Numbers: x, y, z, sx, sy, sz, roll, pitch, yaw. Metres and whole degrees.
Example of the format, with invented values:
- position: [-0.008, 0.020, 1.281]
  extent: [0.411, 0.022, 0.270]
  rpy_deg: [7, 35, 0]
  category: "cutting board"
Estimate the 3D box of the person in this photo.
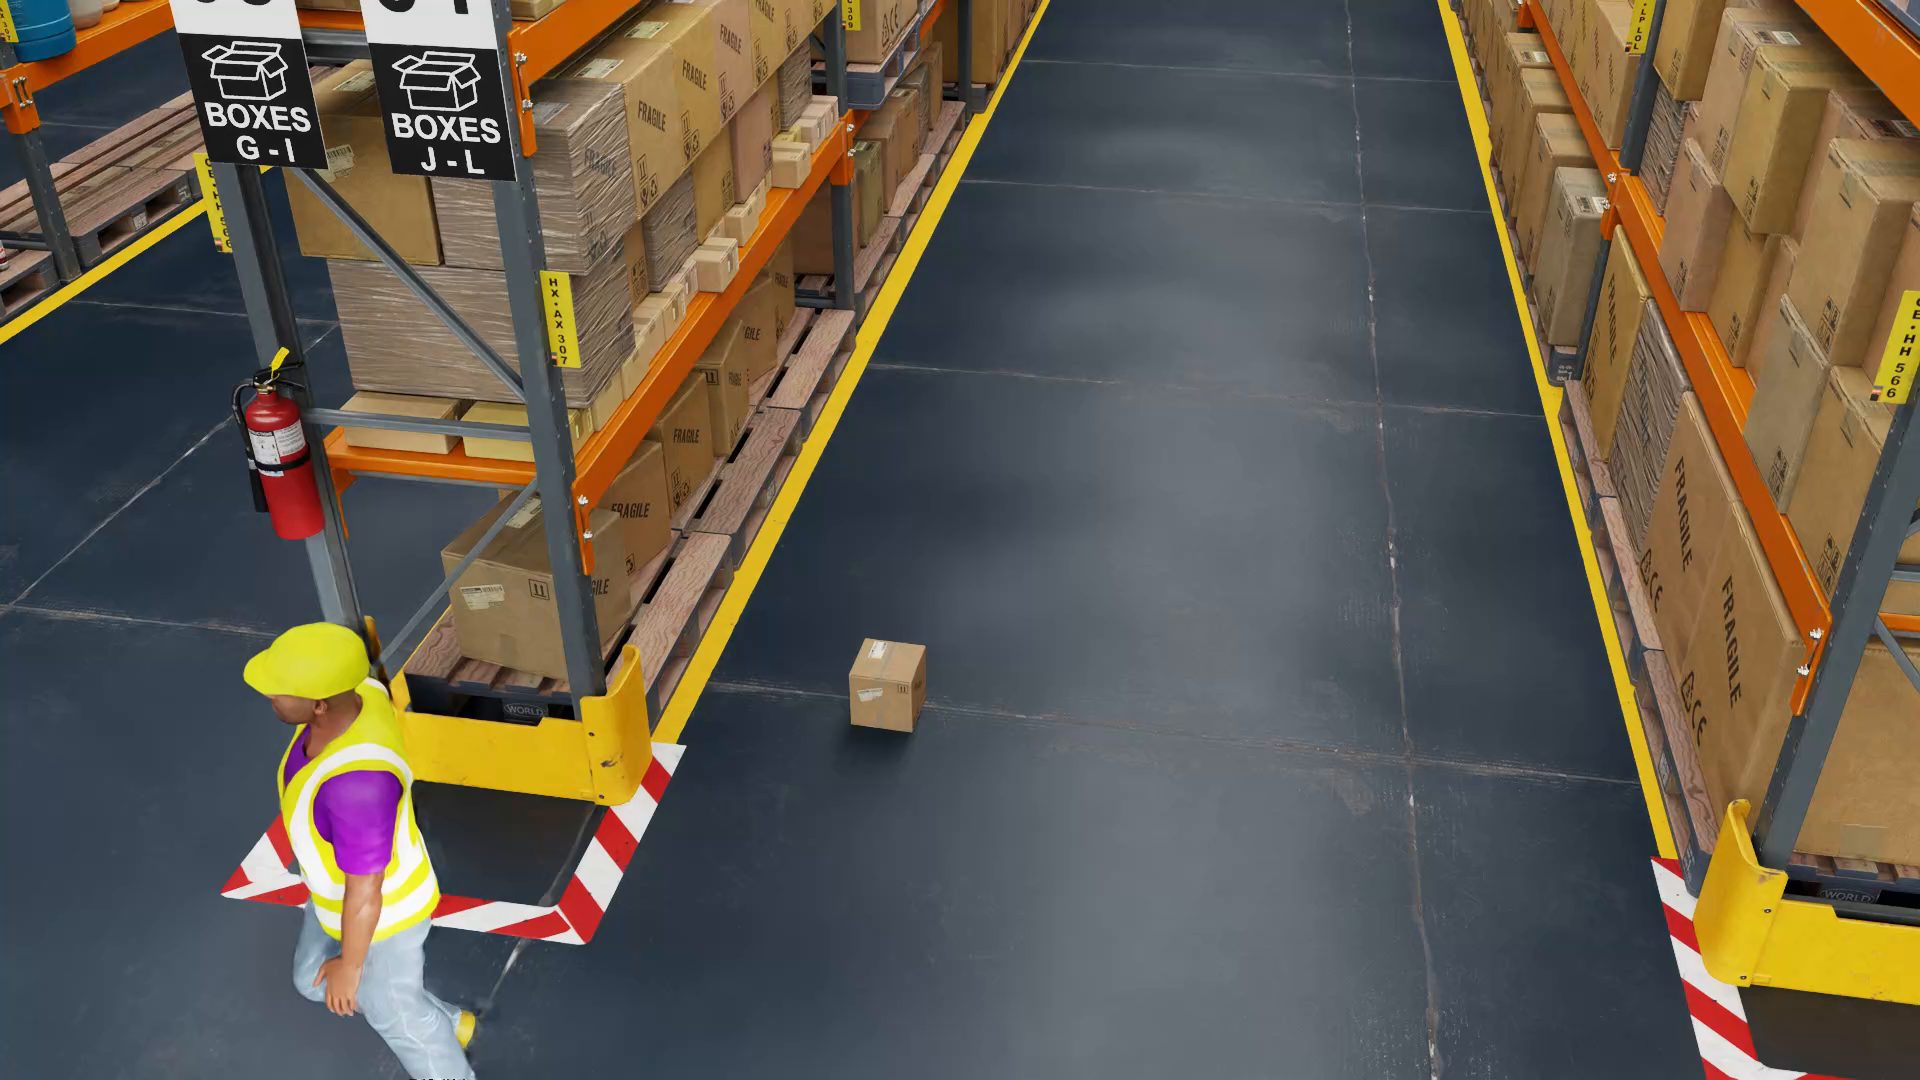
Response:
- position: [-1.637, 0.976, 4.536]
  extent: [0.453, 1.785, 0.593]
  rpy_deg: [-14, 35, -21]
  category: "person"
